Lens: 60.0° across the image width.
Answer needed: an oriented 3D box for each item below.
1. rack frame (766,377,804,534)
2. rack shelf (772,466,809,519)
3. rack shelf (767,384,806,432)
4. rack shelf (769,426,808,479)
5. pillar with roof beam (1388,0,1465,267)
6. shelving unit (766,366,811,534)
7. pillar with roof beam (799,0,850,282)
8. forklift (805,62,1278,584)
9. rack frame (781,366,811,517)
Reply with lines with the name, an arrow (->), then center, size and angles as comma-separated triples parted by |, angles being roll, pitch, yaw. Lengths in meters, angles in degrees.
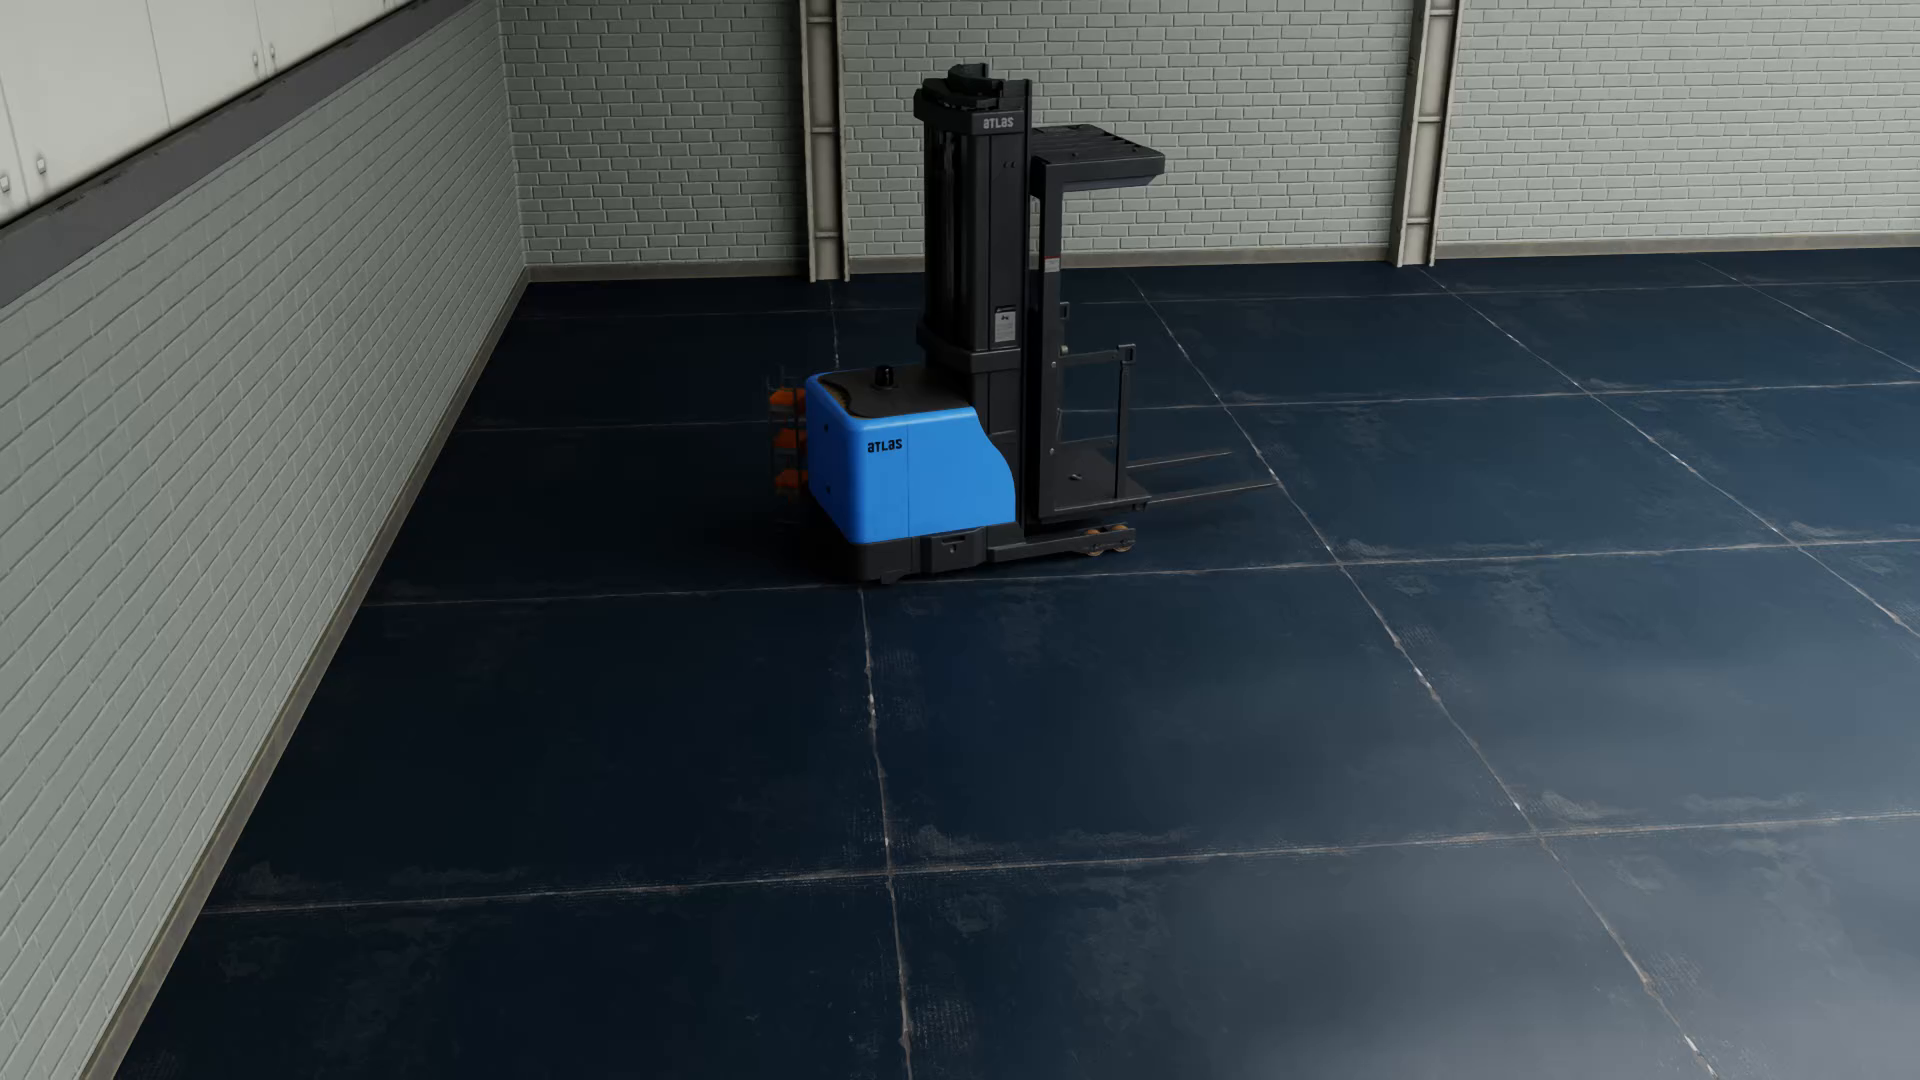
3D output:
rack frame -> -1.119, -0.531, 10.649 | 0.200, 1.050, 0.008 | 6, 25, 16
rack shelf -> -1.080, -0.315, 10.872 | 0.215, 0.259, 0.240 | 6, 25, 16
rack shelf -> -1.087, -0.829, 10.646 | 0.215, 0.259, 0.240 | 6, 25, 16
rack shelf -> -1.083, -0.569, 10.760 | 0.215, 0.259, 0.240 | 6, 25, 16
pillar with roof beam -> 5.083, -5.242, 11.464 | 0.400, 9.000, 9.100 | -2, 24, -5
shelving unit -> -1.083, -0.579, 10.756 | 0.215, 1.050, 0.252 | 6, 25, 16
pillar with roof beam -> -0.888, -5.003, 10.926 | 0.400, 9.000, 9.100 | -2, 24, -5
forklift -> 0.584, -1.428, 10.355 | 3.031, 2.935, 1.130 | -9, 25, -19
rack frame -> -1.047, -0.626, 10.862 | 0.200, 1.050, 0.008 | 6, 25, 16
